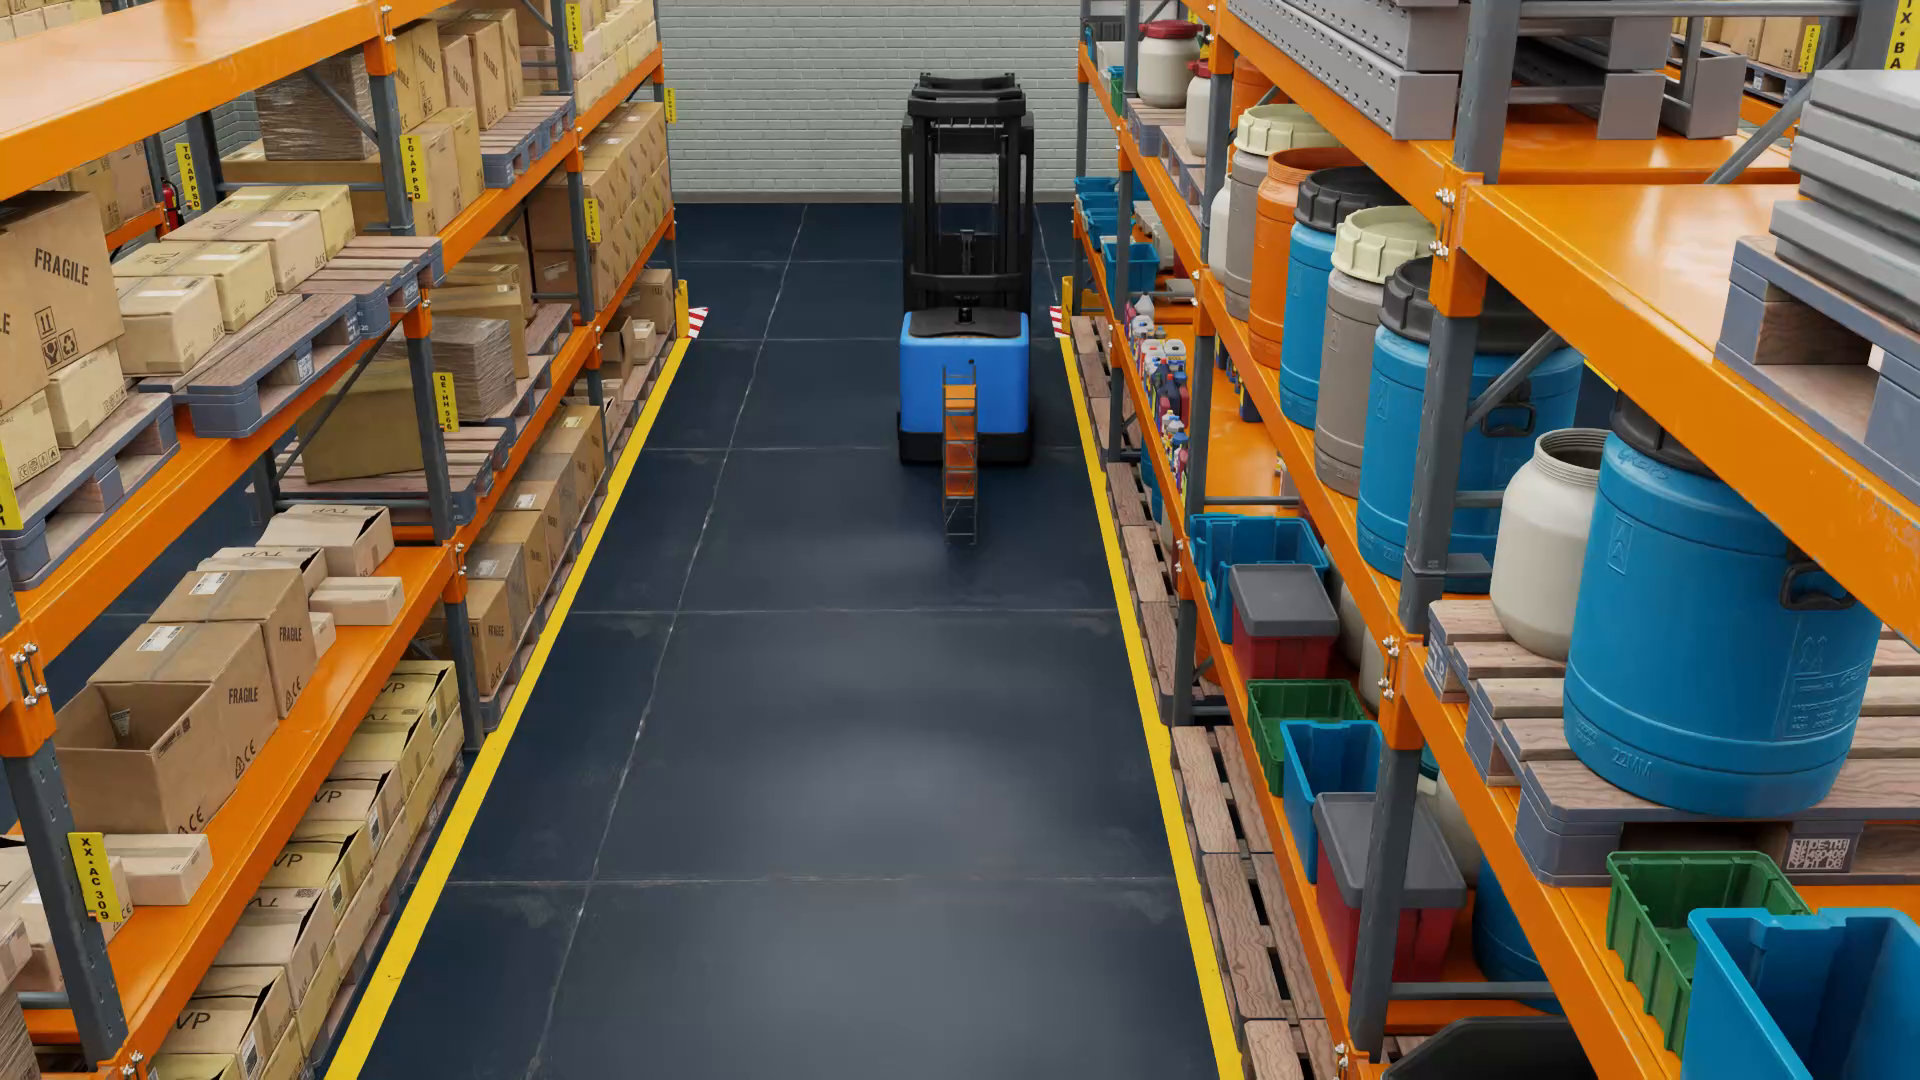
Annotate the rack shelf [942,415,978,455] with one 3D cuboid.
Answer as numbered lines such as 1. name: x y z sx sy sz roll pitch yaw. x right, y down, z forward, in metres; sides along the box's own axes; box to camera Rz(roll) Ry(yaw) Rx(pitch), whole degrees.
1. rack shelf: -0.002 -0.757 11.972 0.258 0.148 0.480 0 24 -1

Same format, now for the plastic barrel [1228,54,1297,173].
1. plastic barrel: 1.716 -2.193 8.671 0.600 0.830 0.708 0 24 -1

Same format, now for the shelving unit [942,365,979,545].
1. shelving unit: -0.002 -0.615 12.037 0.258 1.200 0.503 0 24 -1

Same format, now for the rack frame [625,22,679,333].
1. rack frame: -3.321 -3.481 16.190 1.000 3.000 0.127 0 24 -1

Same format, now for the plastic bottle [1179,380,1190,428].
1. plastic bottle: 1.418 -0.865 10.546 0.061 0.283 0.133 0 24 -1

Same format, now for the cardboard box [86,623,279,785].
1. cardboard box: -3.193 0.678 6.872 0.500 0.500 0.500 0 24 0

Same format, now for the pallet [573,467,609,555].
1. pallet: -3.231 -0.227 12.379 1.003 0.211 1.213 0 24 -1

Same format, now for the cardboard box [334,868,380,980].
1. cardboard box: -2.964 1.724 7.508 0.500 0.250 0.500 0 24 0

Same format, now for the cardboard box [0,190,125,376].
1. cardboard box: -3.187 -0.856 5.509 0.500 0.500 0.500 2 24 5

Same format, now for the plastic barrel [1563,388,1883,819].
1. plastic barrel: 1.667 0.067 3.587 0.600 0.901 0.708 0 24 -1

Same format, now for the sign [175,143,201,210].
1. sign: -3.776 -1.785 8.173 0.100 0.325 0.005 0 24 -1

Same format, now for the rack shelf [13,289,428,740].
1. rack shelf: -3.212 -0.399 6.609 1.077 0.370 4.000 0 24 -1

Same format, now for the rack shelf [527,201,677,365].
1. rack shelf: -3.299 -2.329 14.516 1.077 0.370 4.000 0 24 -1

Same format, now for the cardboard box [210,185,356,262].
1. cardboard box: -3.173 -1.487 7.814 0.500 0.250 0.500 -2 24 -4

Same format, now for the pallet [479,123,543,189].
1. pallet: -3.326 -2.417 10.426 1.213 0.211 1.003 0 24 -1

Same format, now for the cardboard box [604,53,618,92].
1. cardboard box: -3.041 -3.745 13.315 0.500 0.250 0.500 0 24 -1

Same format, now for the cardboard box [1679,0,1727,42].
1. cardboard box: 6.584 -4.514 14.081 0.700 0.500 0.500 -2 24 -4

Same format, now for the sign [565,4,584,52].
1. sign: -2.723 -3.618 11.748 0.100 0.325 0.005 0 24 -1

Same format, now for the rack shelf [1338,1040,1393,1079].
1. rack shelf: 1.785 2.595 3.629 1.077 0.370 4.000 0 24 -1

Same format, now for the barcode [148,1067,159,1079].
1. barcode: -2.777 1.858 5.720 0.001 0.075 0.075 0 24 -1

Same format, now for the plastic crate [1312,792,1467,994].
1. plastic crate: 1.452 1.216 5.727 0.402 0.464 0.583 0 24 -1

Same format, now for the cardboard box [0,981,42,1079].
1. cardboard box: -3.179 1.601 4.832 0.700 0.500 0.500 -1 24 -2

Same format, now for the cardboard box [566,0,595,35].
1. cardboard box: -3.185 -4.107 12.600 0.700 0.500 0.500 0 24 -1

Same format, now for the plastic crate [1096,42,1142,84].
1. plastic crate: 1.348 -3.900 13.620 0.437 0.282 0.530 0 24 -1

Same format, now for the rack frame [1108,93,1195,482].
1. rack frame: 1.676 -1.853 12.591 1.000 3.000 0.127 0 24 -1

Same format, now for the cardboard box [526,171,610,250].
1. cardboard box: -3.001 -2.529 12.751 0.500 0.500 0.500 0 24 1

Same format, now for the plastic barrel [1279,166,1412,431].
1. plastic barrel: 1.526 -0.900 6.234 0.600 0.901 0.708 0 24 -1

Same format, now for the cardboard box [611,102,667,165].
1. cardboard box: -3.041 -3.800 15.560 0.500 0.500 0.500 0 24 -1

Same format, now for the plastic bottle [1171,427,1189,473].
1. plastic bottle: 1.301 -0.534 9.831 0.097 0.271 0.097 0 24 0

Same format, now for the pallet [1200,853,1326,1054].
1. pallet: 1.699 1.886 7.707 1.003 0.211 1.213 0 24 -1

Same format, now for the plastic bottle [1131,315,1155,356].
1. plastic bottle: 1.304 -1.454 11.858 0.152 0.276 0.135 0 24 -1

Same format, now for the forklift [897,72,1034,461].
1. forklift: 0.068 -2.529 14.168 1.130 2.935 3.031 1 24 1

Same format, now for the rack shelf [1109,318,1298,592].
1. rack shelf: 1.697 -0.701 10.917 1.077 0.370 4.000 0 24 -1

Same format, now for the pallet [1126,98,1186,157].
1. pallet: 1.782 -2.811 11.299 1.213 0.211 1.003 0 24 -1

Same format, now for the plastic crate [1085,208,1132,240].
1. plastic crate: 1.320 -2.807 14.830 0.416 0.233 0.300 0 24 -1

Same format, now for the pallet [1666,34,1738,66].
1. pallet: 6.619 -4.041 13.895 1.003 0.211 1.213 0 24 -1

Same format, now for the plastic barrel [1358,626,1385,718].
1. plastic barrel: 1.959 0.505 7.211 0.433 0.535 0.433 0 24 0

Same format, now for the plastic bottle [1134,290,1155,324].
1. plastic bottle: 1.356 -1.668 12.241 0.144 0.351 0.185 0 24 -1

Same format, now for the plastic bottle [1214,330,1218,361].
1. plastic bottle: 1.869 -1.453 11.766 0.144 0.351 0.185 0 24 -1

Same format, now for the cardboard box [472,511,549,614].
1. cardboard box: -2.965 0.143 10.677 0.500 0.500 0.500 -1 24 -1

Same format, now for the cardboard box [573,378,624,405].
1. cardboard box: -3.085 -1.273 14.211 0.380 0.166 0.250 0 24 -1

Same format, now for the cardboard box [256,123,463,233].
1. cardboard box: -3.278 -1.986 9.124 0.910 0.500 0.500 0 24 -1

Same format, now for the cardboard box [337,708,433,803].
1. cardboard box: -2.970 1.050 8.317 0.500 0.311 0.500 -1 24 -1

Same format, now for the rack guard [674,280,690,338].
1. rack guard: -3.320 -2.311 16.636 1.175 0.500 0.348 0 24 -1

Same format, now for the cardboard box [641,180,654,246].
1. cardboard box: -3.035 -2.924 14.837 0.500 0.500 0.500 0 24 0

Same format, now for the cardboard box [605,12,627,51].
1. cardboard box: -3.041 -4.178 13.667 0.500 0.250 0.500 0 24 -1

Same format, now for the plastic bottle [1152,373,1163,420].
1. plastic bottle: 1.272 -0.919 10.667 0.061 0.283 0.133 0 24 -1

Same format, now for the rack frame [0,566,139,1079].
1. rack frame: -3.190 1.464 5.257 1.000 3.000 0.127 0 24 -1

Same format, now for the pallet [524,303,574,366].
1. pallet: -3.378 -1.415 11.856 1.003 0.211 1.213 0 24 -1

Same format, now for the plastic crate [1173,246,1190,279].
1. plastic crate: 1.917 -2.279 13.382 0.402 0.464 0.583 0 24 -1

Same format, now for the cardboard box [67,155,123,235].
1. cardboard box: -8.240 -3.084 14.948 0.980 0.700 0.700 0 24 -1

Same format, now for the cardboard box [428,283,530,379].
1. cardboard box: -3.196 -1.342 10.829 0.700 0.500 0.500 -6 25 -14

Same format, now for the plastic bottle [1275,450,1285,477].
1. plastic bottle: 1.908 -0.477 9.789 0.097 0.201 0.097 0 24 0

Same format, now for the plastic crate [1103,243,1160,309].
1. plastic crate: 1.329 -2.064 13.004 0.392 0.384 0.575 0 24 -1

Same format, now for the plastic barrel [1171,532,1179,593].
1. plastic barrel: 1.685 0.035 10.832 0.600 0.588 0.708 0 24 -1
